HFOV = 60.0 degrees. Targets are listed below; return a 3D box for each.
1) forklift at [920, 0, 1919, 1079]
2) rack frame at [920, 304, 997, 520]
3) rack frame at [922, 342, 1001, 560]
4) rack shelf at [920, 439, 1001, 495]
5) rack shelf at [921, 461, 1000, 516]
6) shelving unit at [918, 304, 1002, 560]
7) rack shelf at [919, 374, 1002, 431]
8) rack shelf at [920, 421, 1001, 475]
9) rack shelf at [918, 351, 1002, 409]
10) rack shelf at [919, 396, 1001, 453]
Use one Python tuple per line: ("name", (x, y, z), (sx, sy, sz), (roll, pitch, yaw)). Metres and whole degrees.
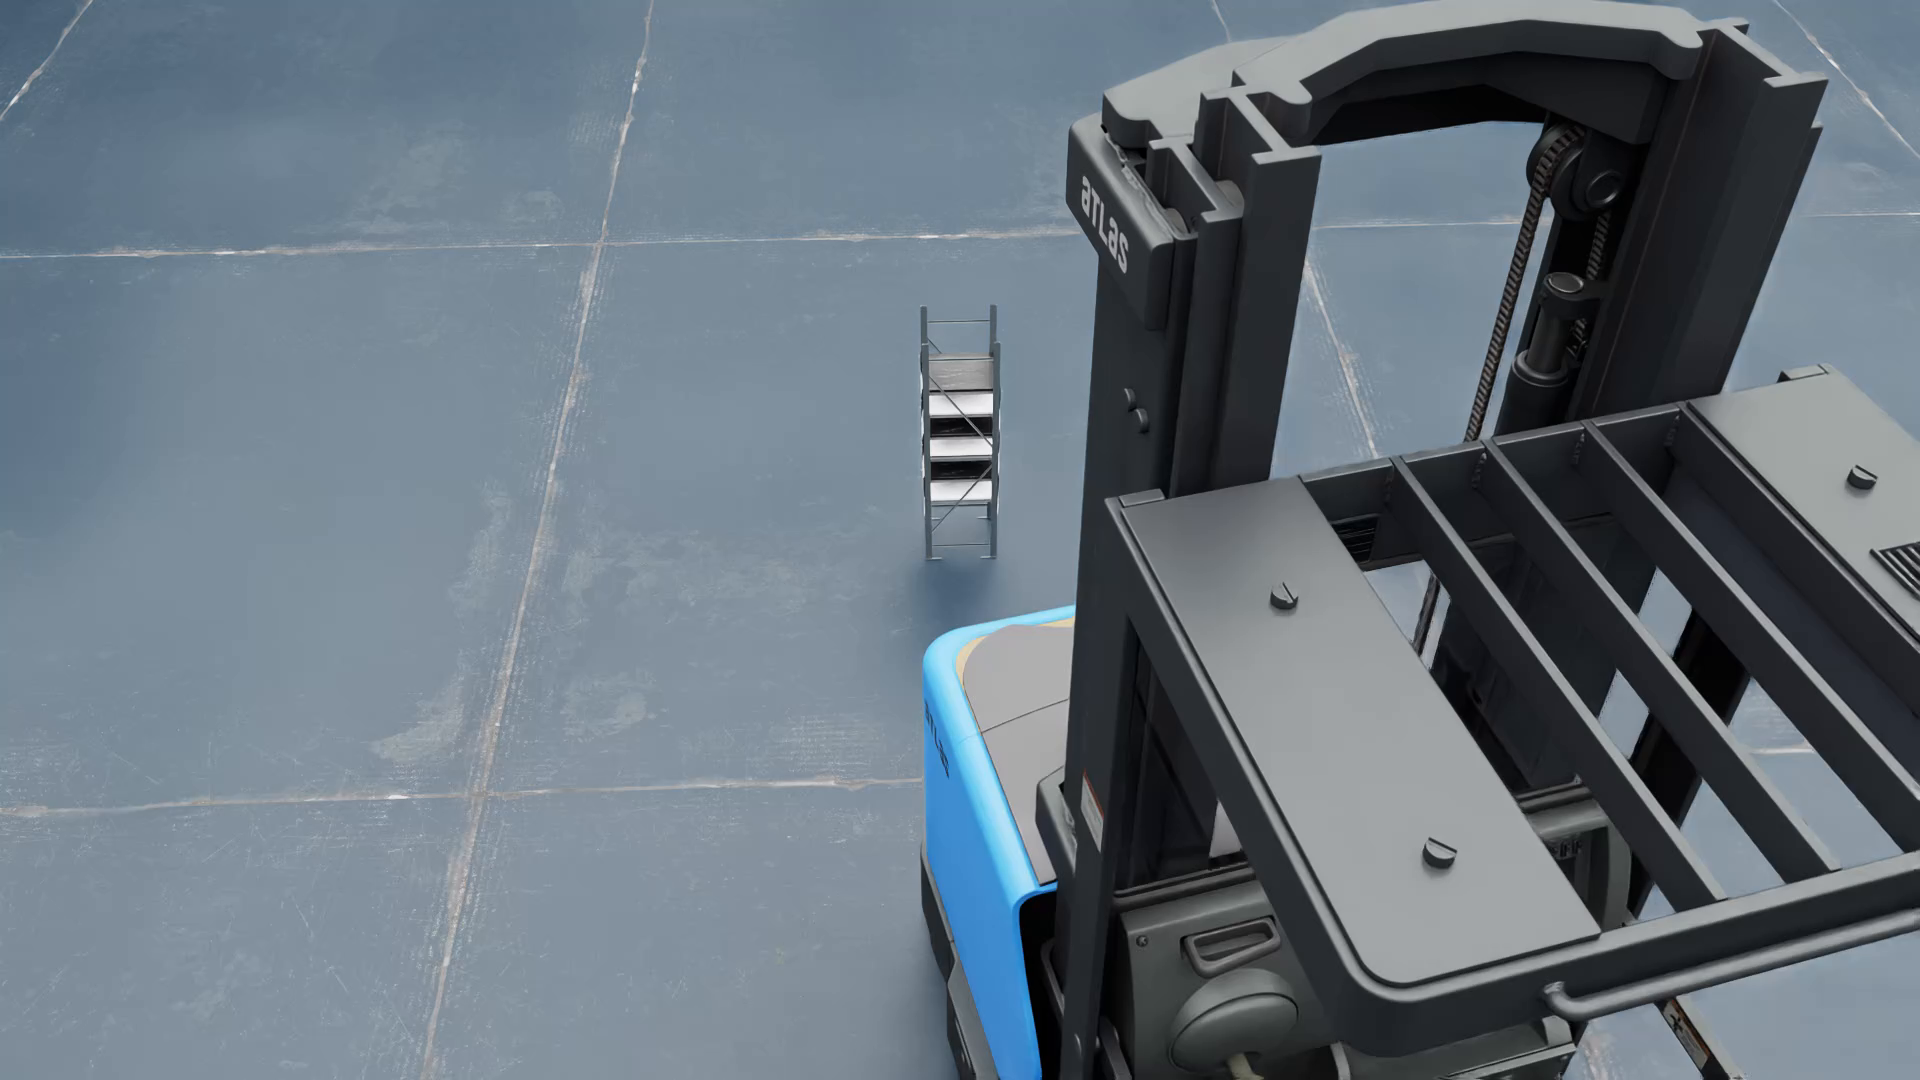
("forklift", (0.787, 0.803, 2.704), (1.130, 2.935, 3.031), (-11, 44, -12))
("rack frame", (-0.005, -0.406, 5.527), (0.240, 0.900, 0.006), (-2, 43, -2))
("rack frame", (0.004, -0.269, 5.377), (0.240, 0.900, 0.006), (-2, 43, -2))
("rack shelf", (0.000, -0.246, 5.535), (0.258, 0.077, 0.200), (-2, 43, -2))
("rack shelf", (0.000, -0.180, 5.596), (0.258, 0.077, 0.200), (-2, 43, -2))
("shelving unit", (0.000, -0.337, 5.452), (0.258, 0.900, 0.210), (-2, 43, -2))
("rack shelf", (0.000, -0.445, 5.353), (0.258, 0.077, 0.200), (-2, 43, -2))
("rack shelf", (0.000, -0.313, 5.474), (0.258, 0.077, 0.200), (-2, 43, -2))
("rack shelf", (0.000, -0.512, 5.292), (0.258, 0.077, 0.200), (-2, 43, -2))
("rack shelf", (0.000, -0.379, 5.414), (0.258, 0.077, 0.200), (-2, 43, -2))
